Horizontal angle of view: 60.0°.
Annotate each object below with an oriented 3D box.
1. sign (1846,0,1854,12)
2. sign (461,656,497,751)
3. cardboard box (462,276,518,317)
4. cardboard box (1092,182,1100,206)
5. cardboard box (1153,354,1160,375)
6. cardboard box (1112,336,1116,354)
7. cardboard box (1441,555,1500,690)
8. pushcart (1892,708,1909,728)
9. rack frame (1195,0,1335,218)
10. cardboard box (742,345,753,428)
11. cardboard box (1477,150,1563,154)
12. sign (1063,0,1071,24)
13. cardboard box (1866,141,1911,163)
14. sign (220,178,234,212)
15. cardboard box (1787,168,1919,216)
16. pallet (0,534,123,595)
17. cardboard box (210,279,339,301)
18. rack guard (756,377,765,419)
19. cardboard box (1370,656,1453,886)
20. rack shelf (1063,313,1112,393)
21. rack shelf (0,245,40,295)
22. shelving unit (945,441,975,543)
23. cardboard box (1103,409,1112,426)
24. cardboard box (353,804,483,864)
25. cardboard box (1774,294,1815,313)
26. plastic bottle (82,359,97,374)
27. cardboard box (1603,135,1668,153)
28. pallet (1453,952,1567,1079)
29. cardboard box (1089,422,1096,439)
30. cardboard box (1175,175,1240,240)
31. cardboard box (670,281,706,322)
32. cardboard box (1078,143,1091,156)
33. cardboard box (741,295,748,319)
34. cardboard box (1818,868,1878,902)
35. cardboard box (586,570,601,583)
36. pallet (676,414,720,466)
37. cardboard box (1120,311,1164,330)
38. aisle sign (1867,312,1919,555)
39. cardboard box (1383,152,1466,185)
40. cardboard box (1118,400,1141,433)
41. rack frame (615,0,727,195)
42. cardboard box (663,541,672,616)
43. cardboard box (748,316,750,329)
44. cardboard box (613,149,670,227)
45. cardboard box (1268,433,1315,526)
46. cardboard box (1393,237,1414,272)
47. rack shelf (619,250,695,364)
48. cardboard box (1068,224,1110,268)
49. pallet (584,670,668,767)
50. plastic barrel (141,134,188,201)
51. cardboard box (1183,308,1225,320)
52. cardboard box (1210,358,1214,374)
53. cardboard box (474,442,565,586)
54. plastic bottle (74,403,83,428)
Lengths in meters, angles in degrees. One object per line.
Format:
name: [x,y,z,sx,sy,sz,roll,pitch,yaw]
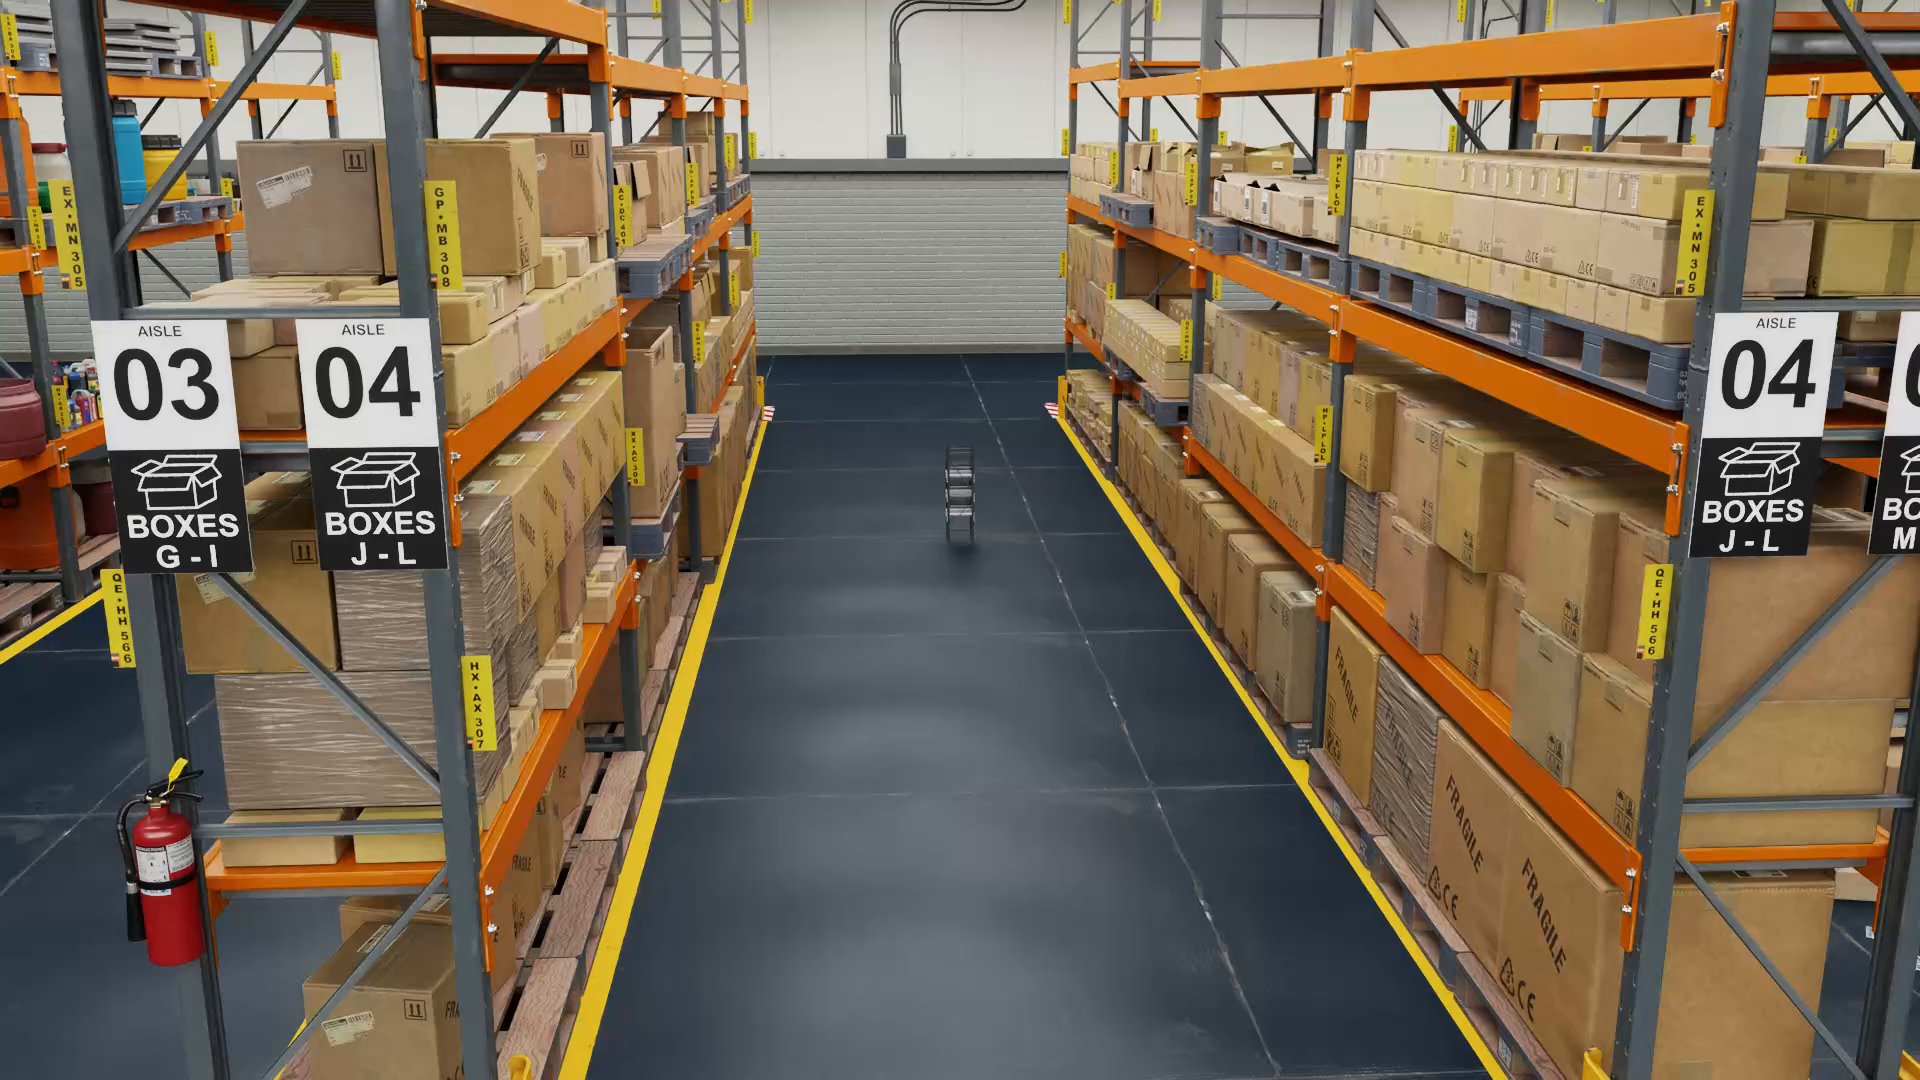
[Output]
sign: [11.200,-6.637,20.951,0.100,0.325,0.005,-1,14,-3]
sign: [-1.571,0.533,5.421,0.100,0.325,0.005,-1,14,-3]
cardboard box: [-1.913,-0.941,6.367,0.380,0.149,0.250,-1,14,-4]
cardboard box: [1.750,-3.824,18.373,0.500,0.250,0.500,-1,14,-4]
cardboard box: [1.845,-1.488,14.079,0.380,0.149,0.250,0,14,-1]
cardboard box: [1.701,-1.921,16.356,0.380,0.149,0.250,-1,14,-3]
cardboard box: [2.737,0.336,7.622,0.875,0.550,0.500,-1,14,-3]
pushcart: [5.258,1.131,10.099,1.648,0.377,0.936,-6,16,-23]
rack frame: [2.349,-3.986,12.681,1.000,3.000,0.127,-1,14,-3]
cardboard box: [-2.928,-1.809,19.681,0.875,0.875,0.875,-1,14,-3]
cardboard box: [2.937,-1.968,8.721,0.380,0.149,0.250,-1,14,-4]
sign: [1.311,-6.458,20.255,0.100,0.325,0.005,-1,14,-3]
cardboard box: [11.531,-4.774,20.467,0.500,0.250,0.500,-1,14,-4]
sign: [-7.250,-3.412,16.454,0.100,0.325,0.005,-1,14,-3]
cardboard box: [3.127,-1.210,5.773,0.380,0.149,0.250,-1,14,-3]
pallet: [-7.642,0.203,14.039,1.003,0.211,1.213,-1,14,-3]
cardboard box: [-2.506,-0.872,6.099,0.380,0.149,0.250,-1,14,-3]
rack guard: [-3.105,-1.814,21.296,1.175,0.500,0.348,-1,14,-3]
cardboard box: [2.625,1.122,8.292,0.875,0.875,0.875,-1,14,-3]
rack shelf: [1.977,-2.224,19.318,1.077,0.370,4.000,-1,14,-3]
rack shelf: [-7.428,-1.559,10.714,1.077,0.370,4.000,-1,14,-3]
shelving unit: [0.000,-0.438,15.146,0.258,0.900,0.210,-1,14,-3]
cardboard box: [1.764,-1.333,18.097,0.380,0.149,0.250,-1,14,-3]
cardboard box: [-1.892,1.008,5.817,0.380,0.149,0.250,-1,14,-3]
cardboard box: [3.127,-0.827,5.886,0.380,0.149,0.250,-1,14,-3]
plastic bottle: [-8.094,-1.536,15.448,0.152,0.276,0.135,-1,14,-3]
cardboard box: [7.208,-4.079,17.820,0.500,0.500,0.500,-1,14,-2]
pallet: [2.717,2.062,6.812,1.003,0.211,1.213,-1,14,-3]
cardboard box: [1.672,-1.247,18.957,0.380,0.149,0.250,-1,14,-4]
cardboard box: [2.060,-2.719,13.579,0.500,0.500,0.500,-1,14,-3]
cardboard box: [-2.723,-2.074,15.077,0.797,0.503,0.637,0,14,-2]
cardboard box: [1.602,-4.608,19.619,0.380,0.149,0.250,-1,14,-3]
cardboard box: [-2.746,-2.721,19.509,0.500,0.250,0.500,-1,14,-5]
cardboard box: [4.541,1.638,8.352,0.396,0.266,0.258,2,15,6]
cardboard box: [-2.092,0.262,8.716,0.380,0.149,0.250,-1,14,-3]
pallet: [-2.458,-0.760,12.570,1.213,0.211,1.003,-1,14,-3]
cardboard box: [1.732,-2.081,15.786,0.380,0.149,0.250,-1,14,-4]
aisle sign: [3.148,-0.337,5.322,0.394,0.787,0.004,-1,14,-3]
cardboard box: [2.312,-1.832,8.192,0.380,0.149,0.250,-1,14,-4]
cardboard box: [1.883,-1.243,16.731,0.500,0.250,0.500,-2,15,-6]
rack frame: [-2.856,-4.929,16.348,1.000,3.000,0.127,-1,14,-3]
cardboard box: [-2.499,0.273,12.304,0.700,0.500,0.500,-2,15,-8]
cardboard box: [-2.688,-2.559,19.681,0.380,0.149,0.250,-1,14,-5]
cardboard box: [-2.271,-2.407,11.360,0.500,0.500,0.500,-1,14,-2]
cardboard box: [2.266,-0.385,10.527,0.500,0.500,0.500,-1,14,-4]
cardboard box: [2.327,-1.384,8.049,0.380,0.149,0.250,-1,14,-4]
rack shelf: [-2.484,-1.636,11.012,1.077,0.370,4.000,-1,14,-3]
cardboard box: [1.616,-3.631,20.538,0.500,0.500,0.500,-1,14,-4]
pallet: [-2.410,1.123,10.462,1.003,0.211,1.213,-1,14,-3]
plastic barrel: [-7.540,-3.471,15.479,0.600,0.588,0.600,0,14,0]
cardboard box: [2.369,-2.152,16.060,0.380,0.149,0.250,-1,14,-4]
cardboard box: [2.452,-1.543,14.890,0.380,0.149,0.250,0,14,-2]
cardboard box: [-1.931,-0.106,6.837,0.500,0.500,0.500,-1,14,-3]
plastic bottle: [-7.242,-1.022,13.602,0.097,0.201,0.097,0,14,0]
